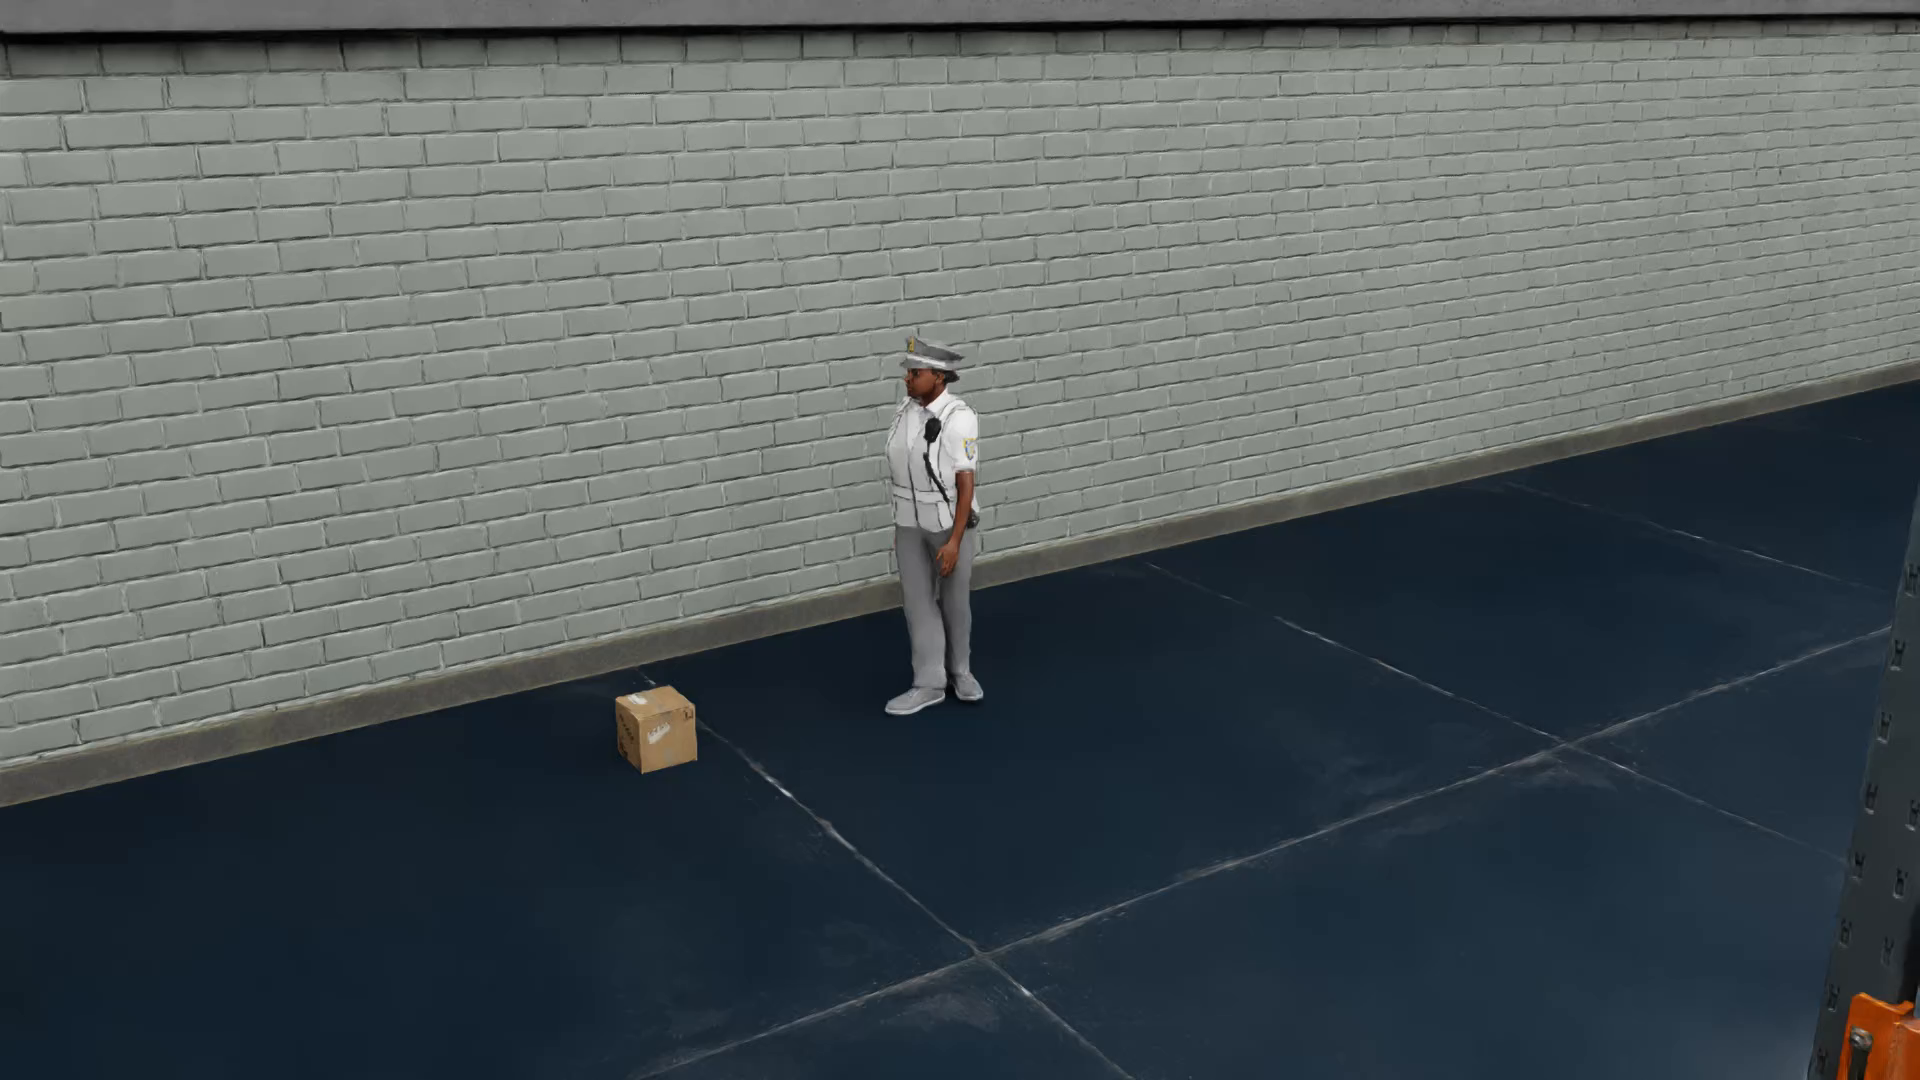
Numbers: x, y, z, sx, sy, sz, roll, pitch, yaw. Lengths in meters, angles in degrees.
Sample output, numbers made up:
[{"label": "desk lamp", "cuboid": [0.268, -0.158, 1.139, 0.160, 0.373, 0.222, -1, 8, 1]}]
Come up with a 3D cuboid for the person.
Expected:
[{"label": "person", "cuboid": [-0.089, -0.060, 7.209, 0.449, 1.683, 0.472, 11, 21, 30]}]
